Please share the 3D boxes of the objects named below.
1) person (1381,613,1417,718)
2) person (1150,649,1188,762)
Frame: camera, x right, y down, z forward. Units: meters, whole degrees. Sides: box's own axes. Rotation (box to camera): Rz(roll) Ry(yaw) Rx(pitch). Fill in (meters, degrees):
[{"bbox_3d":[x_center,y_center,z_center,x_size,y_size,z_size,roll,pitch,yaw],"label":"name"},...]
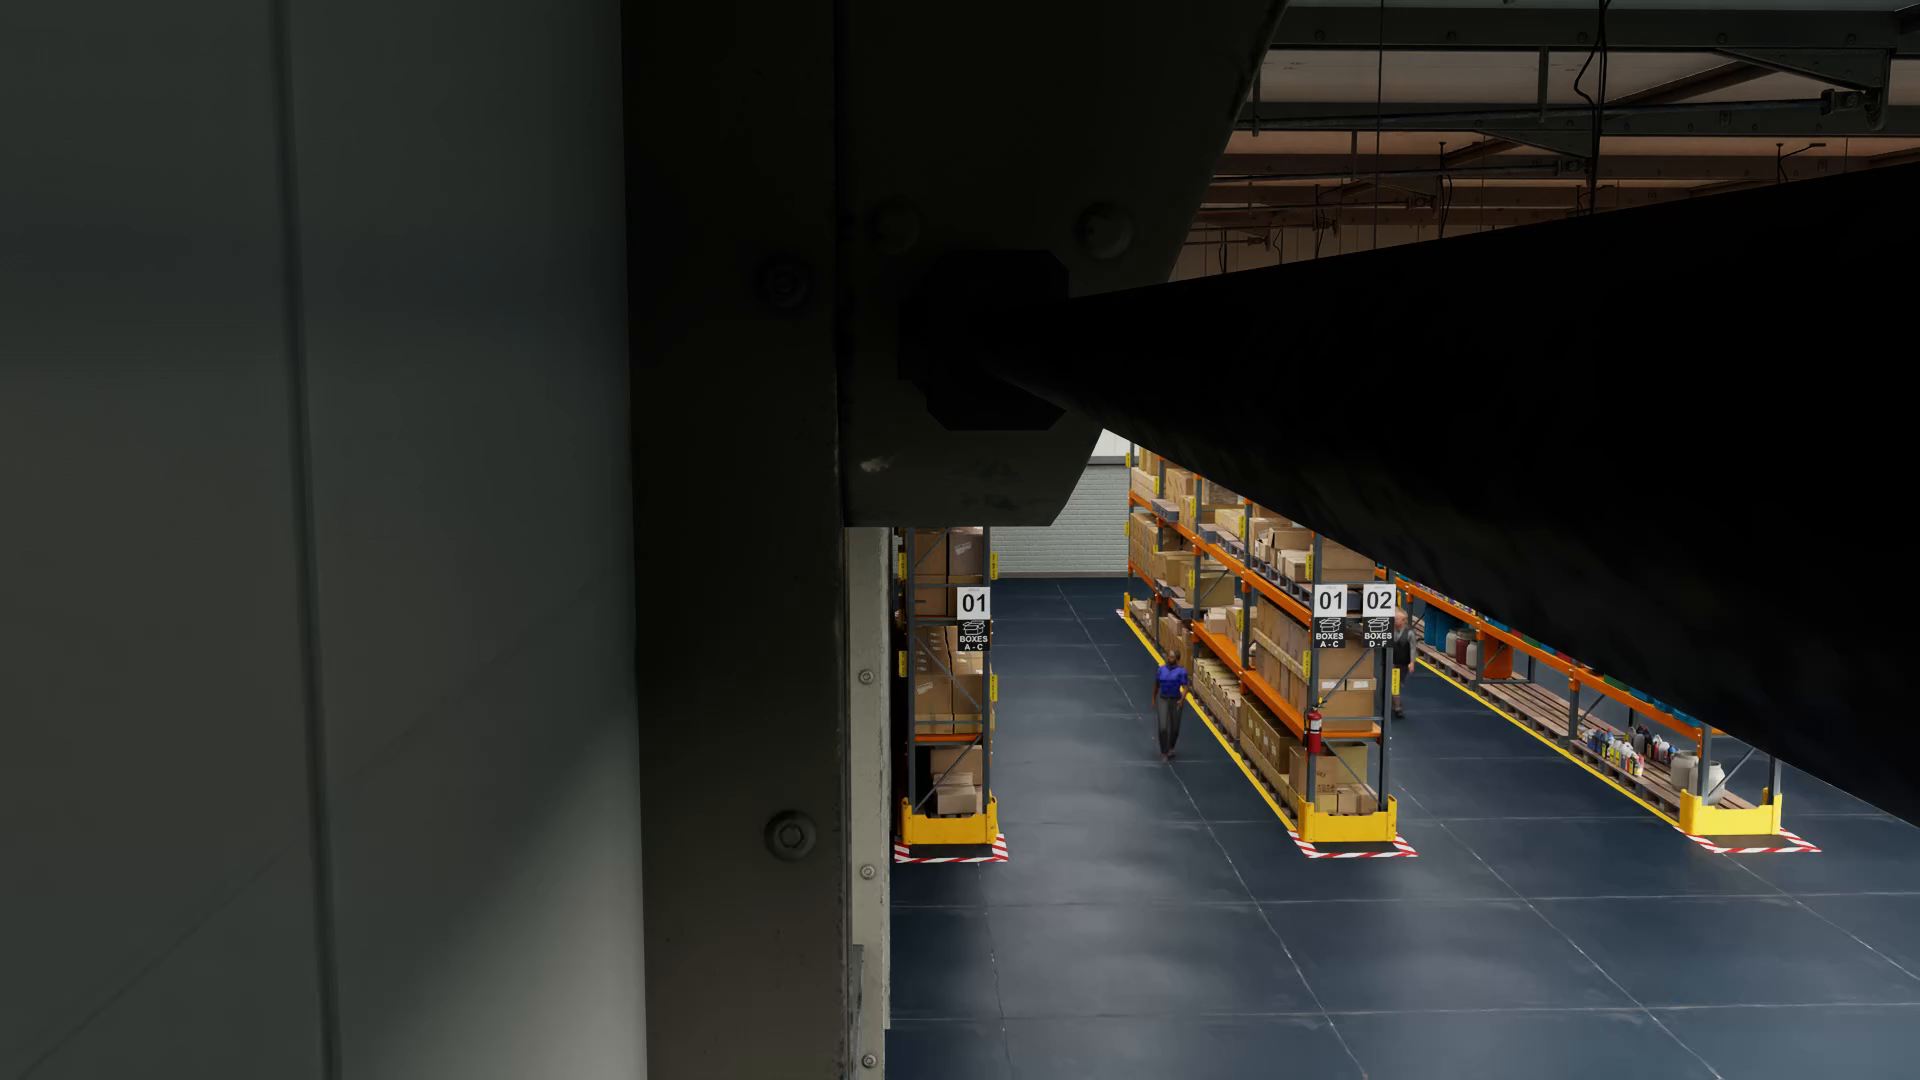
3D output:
[{"bbox_3d":[7.181,2.027,27.226,0.481,1.679,1.066,-1,7,-6],"label":"person"},{"bbox_3d":[3.064,2.485,24.363,0.535,1.590,0.713,0,7,2],"label":"person"}]
